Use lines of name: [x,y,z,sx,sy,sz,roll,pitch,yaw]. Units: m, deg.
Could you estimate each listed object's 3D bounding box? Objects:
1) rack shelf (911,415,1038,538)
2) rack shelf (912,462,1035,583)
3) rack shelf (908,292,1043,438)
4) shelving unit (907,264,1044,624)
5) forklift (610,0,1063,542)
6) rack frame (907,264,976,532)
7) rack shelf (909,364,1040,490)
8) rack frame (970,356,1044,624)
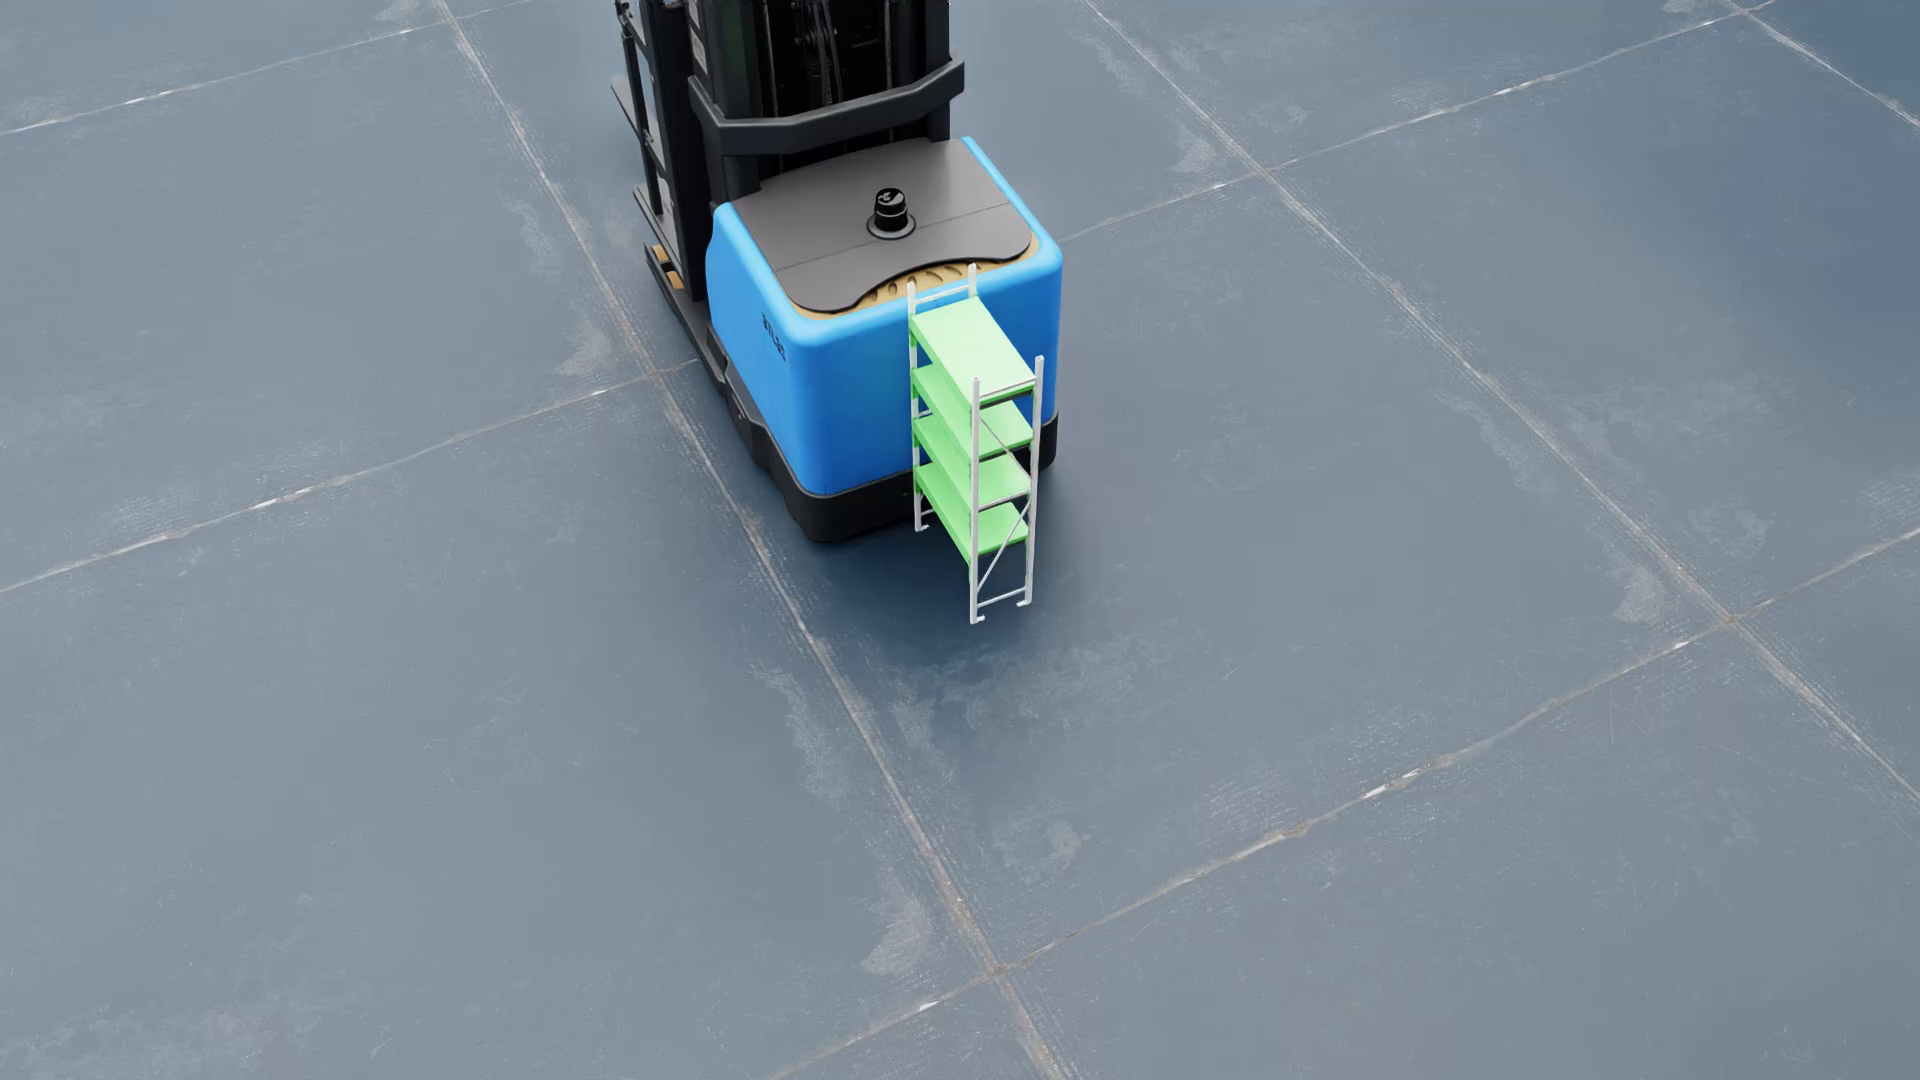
rack shelf: [0.045,-0.258,5.764,0.258,0.148,0.480,-19,52,-16]
rack shelf: [0.045,-0.100,5.944,0.258,0.148,0.480,-19,52,-16]
rack shelf: [0.045,-0.574,5.402,0.258,0.148,0.480,-19,52,-16]
shelving unit: [0.045,-0.300,5.716,0.258,1.200,0.503,-19,52,-16]
forklift: [-0.709,-2.084,6.125,1.130,2.935,3.031,-19,52,-16]
rack frame: [-0.059,-0.467,5.861,0.240,1.200,0.015,-19,52,-16]
rack shelf: [0.045,-0.416,5.583,0.258,0.148,0.480,-19,52,-16]
rack frame: [0.148,-0.134,5.570,0.240,1.200,0.015,-19,52,-16]
